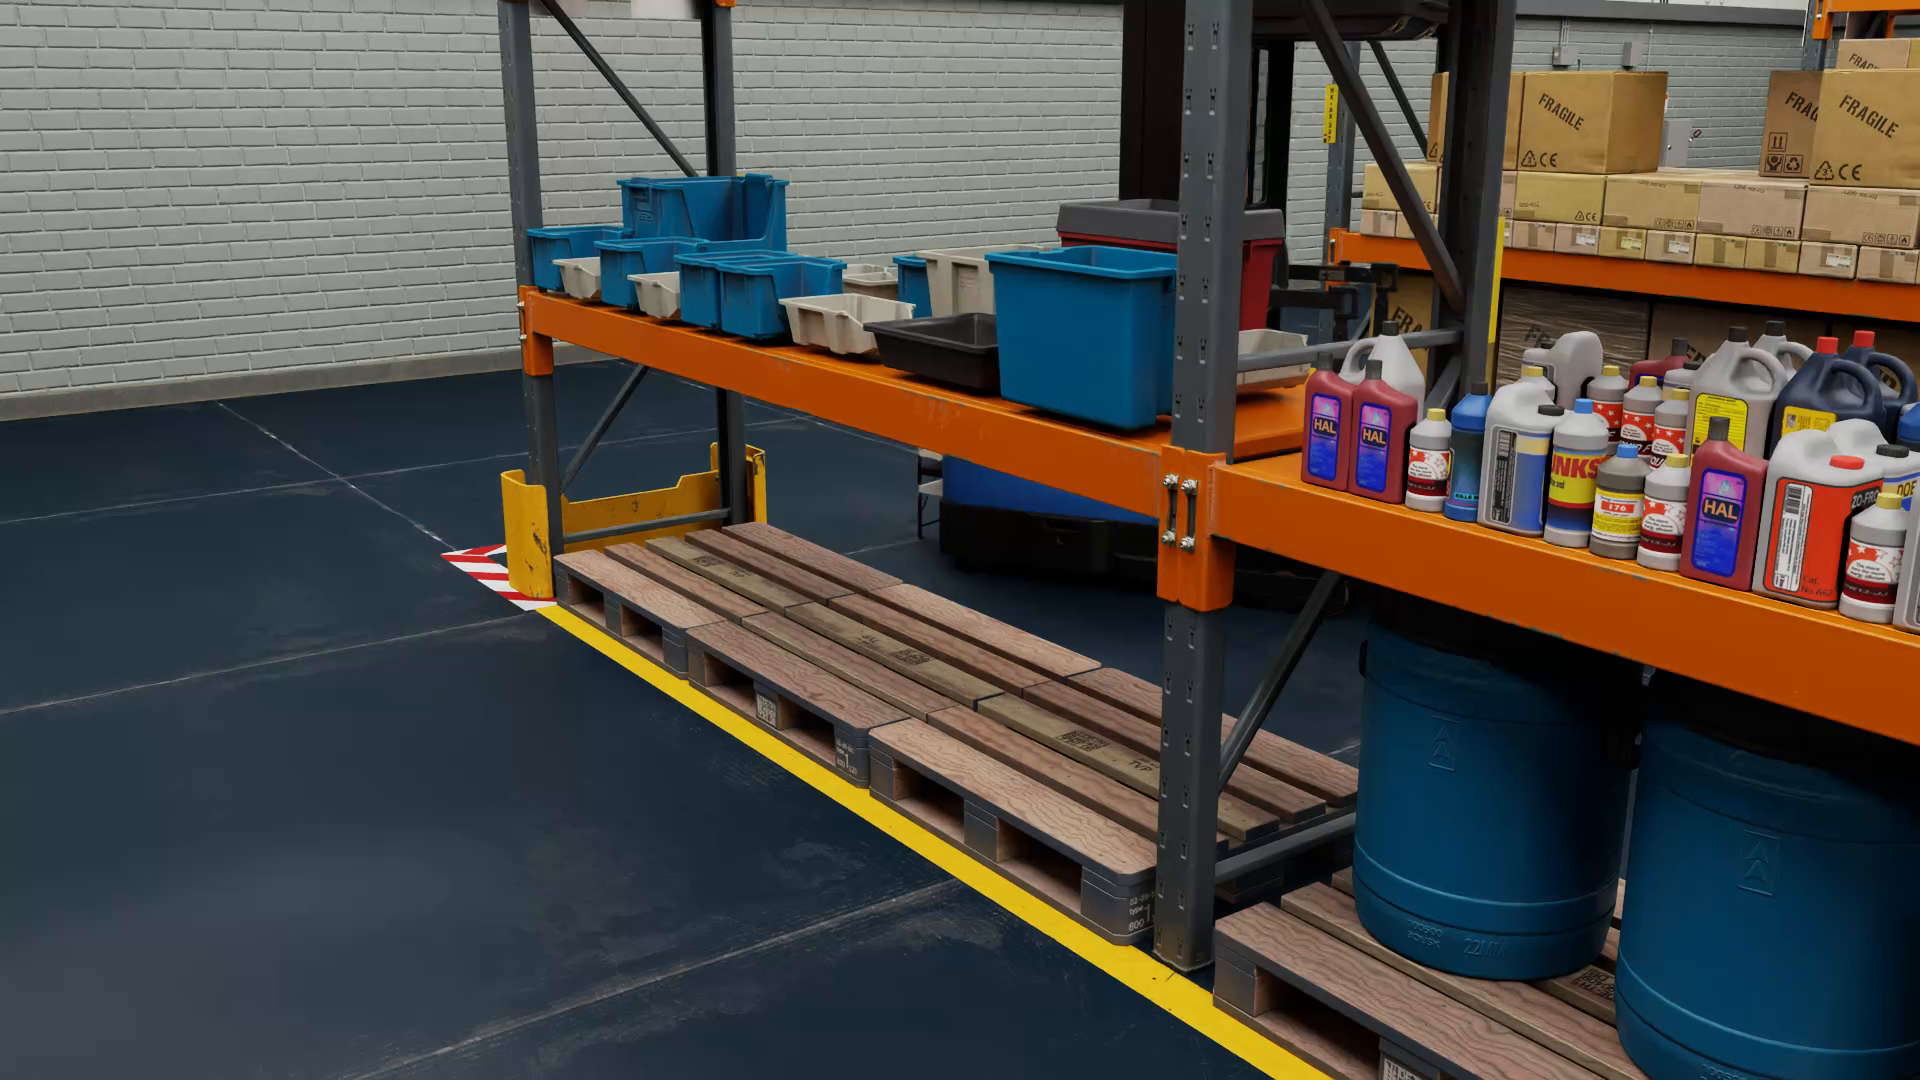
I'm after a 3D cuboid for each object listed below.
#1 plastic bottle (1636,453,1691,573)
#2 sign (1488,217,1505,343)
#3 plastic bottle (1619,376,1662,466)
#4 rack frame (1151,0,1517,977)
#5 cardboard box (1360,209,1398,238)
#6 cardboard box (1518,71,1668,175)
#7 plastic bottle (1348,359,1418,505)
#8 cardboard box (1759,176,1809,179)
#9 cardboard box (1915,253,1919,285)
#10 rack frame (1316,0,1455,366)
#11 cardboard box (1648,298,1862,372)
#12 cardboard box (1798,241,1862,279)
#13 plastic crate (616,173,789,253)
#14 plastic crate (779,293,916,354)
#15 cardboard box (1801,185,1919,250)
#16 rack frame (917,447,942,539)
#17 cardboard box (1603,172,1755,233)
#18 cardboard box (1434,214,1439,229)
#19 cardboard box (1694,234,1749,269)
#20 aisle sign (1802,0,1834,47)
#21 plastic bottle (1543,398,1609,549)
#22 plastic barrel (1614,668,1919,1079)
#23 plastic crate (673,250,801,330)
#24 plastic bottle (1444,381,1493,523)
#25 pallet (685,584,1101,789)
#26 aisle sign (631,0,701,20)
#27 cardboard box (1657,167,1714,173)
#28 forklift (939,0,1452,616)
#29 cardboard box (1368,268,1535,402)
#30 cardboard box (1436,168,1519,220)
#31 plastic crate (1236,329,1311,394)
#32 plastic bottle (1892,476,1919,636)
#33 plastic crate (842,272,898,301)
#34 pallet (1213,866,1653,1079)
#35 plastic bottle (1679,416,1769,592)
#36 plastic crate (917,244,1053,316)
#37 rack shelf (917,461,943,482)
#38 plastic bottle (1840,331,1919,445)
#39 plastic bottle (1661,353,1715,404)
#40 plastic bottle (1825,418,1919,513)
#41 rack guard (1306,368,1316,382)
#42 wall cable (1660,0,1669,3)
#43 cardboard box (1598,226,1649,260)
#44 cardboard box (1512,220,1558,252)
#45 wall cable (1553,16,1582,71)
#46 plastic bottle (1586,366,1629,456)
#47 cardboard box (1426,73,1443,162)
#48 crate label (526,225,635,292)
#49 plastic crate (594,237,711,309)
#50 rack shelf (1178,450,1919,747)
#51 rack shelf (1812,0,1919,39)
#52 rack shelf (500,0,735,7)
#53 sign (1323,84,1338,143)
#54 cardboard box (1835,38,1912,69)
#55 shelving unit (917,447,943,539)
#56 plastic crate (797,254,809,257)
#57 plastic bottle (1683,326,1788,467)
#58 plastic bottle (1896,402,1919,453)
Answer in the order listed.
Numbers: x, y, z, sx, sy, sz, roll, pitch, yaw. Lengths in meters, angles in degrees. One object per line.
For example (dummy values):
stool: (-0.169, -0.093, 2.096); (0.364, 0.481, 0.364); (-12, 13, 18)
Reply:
plastic bottle: (1.267, -0.052, 2.961); (0.097, 0.201, 0.097); (0, 15, 0)
sign: (1.373, -0.673, 4.329); (0.100, 0.325, 0.005); (-11, 19, -35)
plastic bottle: (1.540, -0.266, 3.744); (0.097, 0.201, 0.097); (0, 15, 0)
rack frame: (0.927, -0.455, 4.055); (1.000, 3.000, 0.127); (-11, 19, -35)
cardboard box: (2.523, -1.829, 9.554); (0.380, 0.149, 0.250); (-11, 19, -34)
cardboard box: (3.249, -2.150, 8.548); (0.500, 0.500, 0.500); (-11, 19, -36)
plastic bottle: (0.876, -0.225, 3.439); (0.061, 0.283, 0.133); (-11, 19, -35)
cardboard box: (4.271, -1.652, 8.152); (0.500, 0.250, 0.500); (-10, 18, -33)
cardboard box: (4.337, -1.172, 7.151); (0.380, 0.149, 0.250); (-10, 18, -33)
rack frame: (2.582, -2.078, 9.985); (1.000, 3.000, 0.127); (-11, 19, -35)
cardboard box: (4.081, -0.747, 8.352); (0.875, 0.875, 0.875); (-11, 19, -35)
cardboard box: (4.036, -1.281, 7.551); (0.380, 0.149, 0.250); (-10, 18, -34)
plastic crate: (-1.077, -1.312, 7.008); (0.616, 0.435, 0.499); (-11, 19, -35)
plastic crate: (-0.340, -0.682, 5.270); (0.293, 0.136, 0.466); (-11, 19, -35)
cardboard box: (4.155, -1.458, 7.443); (0.500, 0.250, 0.500); (-10, 18, -33)
rack frame: (-0.130, -0.462, 8.059); (0.006, 0.900, 0.240); (11, 19, 36)
cardboard box: (3.560, -1.676, 8.238); (0.500, 0.250, 0.500); (-11, 19, -36)
cardboard box: (2.826, -1.720, 9.155); (0.380, 0.149, 0.250); (-11, 19, -36)
cardboard box: (3.733, -1.391, 7.952); (0.380, 0.149, 0.250); (-11, 19, -35)
aisle sign: (6.367, -4.049, 12.263); (0.394, 0.787, 0.004); (-11, 19, -35)
plastic bottle: (1.152, -0.128, 3.104); (0.097, 0.271, 0.097); (0, 15, 0)
plastic barrel: (1.649, 0.625, 3.290); (0.600, 0.901, 0.708); (-11, 19, -35)
plastic crate: (-0.772, -0.872, 5.784); (0.416, 0.233, 0.300); (-11, 19, -35)
plastic bottle: (1.016, -0.177, 3.285); (0.097, 0.271, 0.097); (0, 15, 0)
pallet: (-0.258, 0.479, 5.928); (1.003, 0.211, 1.213); (-11, 19, -35)
aisle sign: (-1.230, -2.624, 7.055); (0.394, 0.787, 0.004); (-11, 19, -35)
cardboard box: (3.678, -1.869, 8.945); (0.500, 0.250, 0.500); (-12, 19, -36)
forklift: (1.472, -1.255, 7.111); (3.031, 2.935, 1.130); (6, 17, 22)
cardboard box: (3.023, -1.131, 9.756); (0.875, 0.875, 0.875); (-11, 19, -35)
cardboard box: (2.956, -1.894, 9.036); (0.500, 0.250, 0.500); (-11, 19, -35)
plastic crate: (0.769, -0.478, 4.526); (0.396, 0.136, 0.243); (-11, 19, -35)
plastic bottle: (1.572, 0.010, 2.591); (0.152, 0.276, 0.135); (-11, 19, -35)
plastic crate: (-0.268, -0.884, 6.011); (0.298, 0.136, 0.250); (-11, 19, -35)
pallet: (1.347, 1.062, 3.798); (1.003, 0.211, 1.213); (-11, 19, -35)
plastic bottle: (1.320, -0.064, 2.850); (0.061, 0.283, 0.133); (-11, 19, -35)
plastic crate: (0.178, -0.781, 5.359); (0.437, 0.282, 0.530); (-11, 19, -35)
rack shelf: (-0.049, -0.327, 8.033); (0.200, 0.077, 0.258); (11, 19, 36)
plastic bottle: (1.841, -0.246, 3.386); (0.144, 0.351, 0.185); (-11, 19, -35)
plastic bottle: (1.635, -0.283, 3.663); (0.152, 0.276, 0.135); (-11, 19, -35)
plastic bottle: (1.558, -0.063, 2.858); (0.152, 0.276, 0.135); (-11, 19, -35)
rack guard: (2.567, -0.877, 10.334); (1.175, 0.500, 0.348); (-11, 19, -35)
wall cable: (9.911, -8.239, 21.061); (2.988, 3.039, 0.133); (-11, 19, -35)
cardboard box: (3.429, -1.501, 8.355); (0.380, 0.149, 0.250); (-11, 19, -36)
cardboard box: (3.129, -1.610, 8.753); (0.380, 0.149, 0.250); (-11, 19, -36)
wall cable: (7.263, -5.321, 19.853); (0.585, 1.953, 0.123); (-11, 19, -35)
plastic bottle: (1.511, -0.304, 3.882); (0.097, 0.201, 0.097); (0, 15, 0)
cardboard box: (3.081, -2.447, 9.635); (0.500, 0.500, 0.500); (-11, 19, -34)
crate label: (-1.546, -1.153, 6.811); (0.416, 0.233, 0.303); (-11, 19, -35)
plastic crate: (-1.159, -1.013, 6.297); (0.416, 0.233, 0.300); (-11, 19, -35)
rack shelf: (2.103, 0.319, 2.590); (1.077, 0.370, 4.000); (-11, 19, -35)
rack shelf: (7.829, -3.499, 10.858); (1.077, 0.370, 4.000); (-11, 19, -35)
rack shelf: (-0.249, -1.982, 5.315); (1.077, 0.370, 4.000); (-11, 19, -35)
sign: (2.129, -2.449, 9.550); (0.100, 0.325, 0.005); (-11, 19, -35)
cardboard box: (6.702, -3.363, 12.034); (0.500, 0.500, 0.500); (-11, 19, -35)
shelving unit: (-0.049, -0.446, 8.000); (0.210, 0.900, 0.258); (11, 19, 36)
plastic crate: (-0.799, -1.065, 6.669); (0.396, 0.136, 0.243); (-11, 19, -35)
plastic bottle: (1.616, -0.263, 3.449); (0.144, 0.351, 0.185); (-11, 19, -35)
plastic bottle: (1.842, -0.150, 3.184); (0.097, 0.271, 0.097); (0, 15, 0)
